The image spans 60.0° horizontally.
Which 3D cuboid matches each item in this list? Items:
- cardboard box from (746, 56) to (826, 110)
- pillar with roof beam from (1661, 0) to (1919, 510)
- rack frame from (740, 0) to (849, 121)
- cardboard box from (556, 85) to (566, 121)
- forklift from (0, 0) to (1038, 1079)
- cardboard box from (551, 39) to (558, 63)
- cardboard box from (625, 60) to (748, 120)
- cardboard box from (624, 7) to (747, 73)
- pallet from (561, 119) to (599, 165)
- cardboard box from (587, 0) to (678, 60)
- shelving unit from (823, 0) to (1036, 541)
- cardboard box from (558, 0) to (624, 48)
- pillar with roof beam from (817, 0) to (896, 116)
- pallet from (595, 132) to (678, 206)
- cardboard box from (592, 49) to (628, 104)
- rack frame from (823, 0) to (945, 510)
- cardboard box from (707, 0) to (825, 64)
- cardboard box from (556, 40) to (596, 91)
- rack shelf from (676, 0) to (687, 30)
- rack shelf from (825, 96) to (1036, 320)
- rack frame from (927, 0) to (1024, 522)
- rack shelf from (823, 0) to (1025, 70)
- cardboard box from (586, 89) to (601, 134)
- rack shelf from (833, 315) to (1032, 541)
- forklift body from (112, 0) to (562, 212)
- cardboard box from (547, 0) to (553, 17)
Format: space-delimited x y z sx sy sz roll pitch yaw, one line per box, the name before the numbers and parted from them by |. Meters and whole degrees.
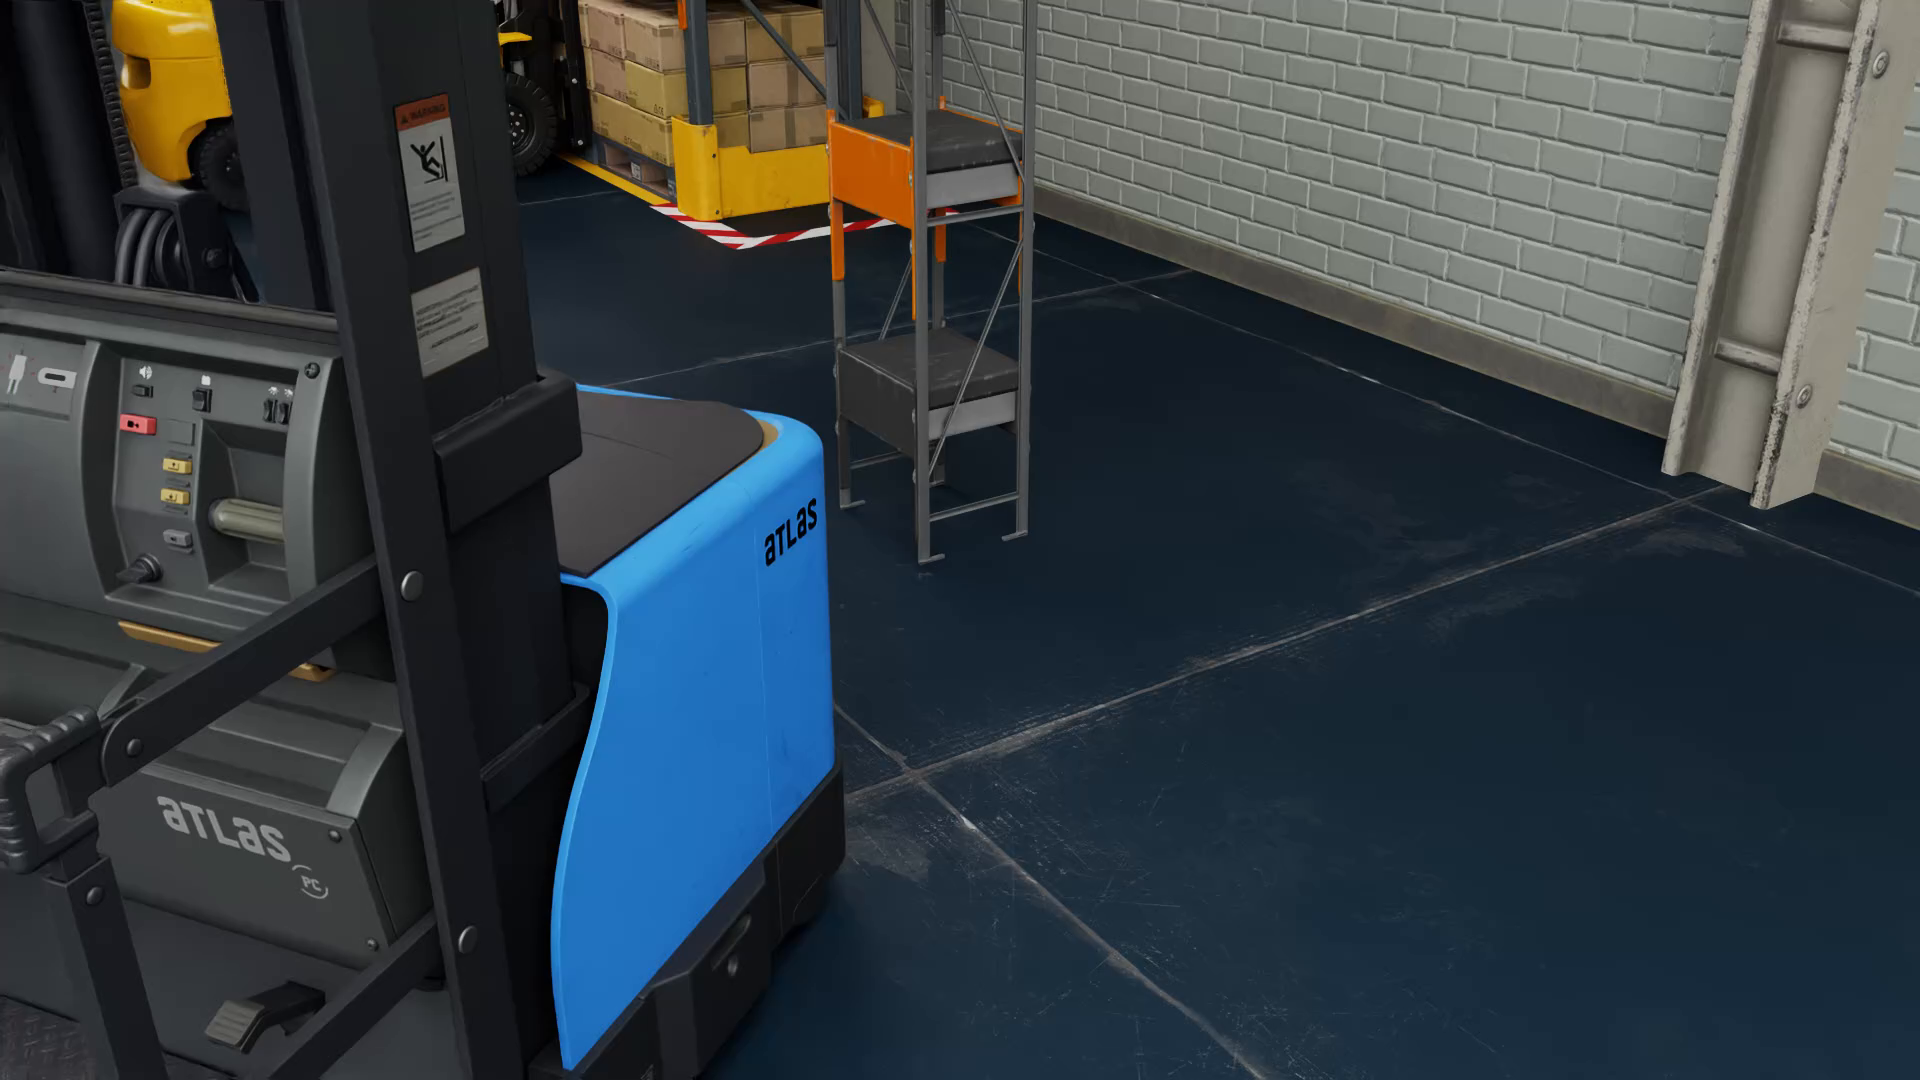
cardboard box | -1.074 -2.637 9.466 0.500 0.250 0.500 -15 29 -29
pillar with roof beam | -0.947 -3.271 1.637 9.100 9.000 0.400 -16 29 -30
rack frame | -0.994 -3.247 8.615 0.949 2.616 0.053 -16 29 -30
cardboard box | -2.344 -2.831 10.461 0.500 0.250 0.500 -15 29 -28
forklift | -0.939 -0.437 2.743 1.130 2.935 4.810 10 27 20
cardboard box | -2.353 -3.063 10.369 0.500 0.250 0.500 -16 29 -30
cardboard box | -1.519 -2.522 9.222 0.500 0.250 0.500 -16 30 -30
cardboard box | -1.504 -2.739 9.095 0.500 0.250 0.500 -14 29 -28
pallet | -2.105 -2.687 10.694 1.003 0.211 1.213 -16 29 -30
cardboard box | -1.787 -2.920 9.479 0.500 0.250 0.500 -15 29 -29
shelving unit | -0.092 -1.010 4.929 0.431 2.100 0.499 -16 29 -30
cardboard box | -2.071 -3.098 9.857 0.500 0.250 0.500 -15 29 -29
pillar with roof beam | -4.223 -5.417 6.183 9.100 9.000 0.400 -16 29 -30
pallet | -1.444 -2.251 9.771 1.003 0.211 1.213 -16 29 -30
cardboard box | -1.783 -2.704 9.607 0.500 0.250 0.500 -16 30 -30
rack frame | -0.224 -1.096 5.112 0.400 2.100 0.015 -16 29 -30
cardboard box | -1.095 -2.863 9.358 0.500 0.250 0.500 -16 30 -30
cardboard box | -2.083 -2.883 9.988 0.500 0.250 0.500 -16 30 -31
rack shelf | -2.083 -3.638 10.285 1.077 0.370 4.000 -16 29 -30
rack shelf | -0.090 -0.996 4.933 0.431 0.518 0.480 -16 29 -30
rack frame | 0.044 -0.922 4.743 0.380 1.831 0.006 -16 29 -30
rack shelf | -0.090 -1.629 4.634 0.431 0.518 0.480 -16 29 -30
cardboard box | -2.041 -2.650 10.079 0.500 0.250 0.500 -15 29 -29
rack shelf | -0.090 -0.363 5.232 0.431 0.518 0.480 -16 29 -30
forklift body | -3.555 -3.117 9.334 2.313 2.155 1.214 -16 29 -30
cardboard box | -2.341 -3.281 10.244 0.500 0.250 0.500 -16 30 -31
